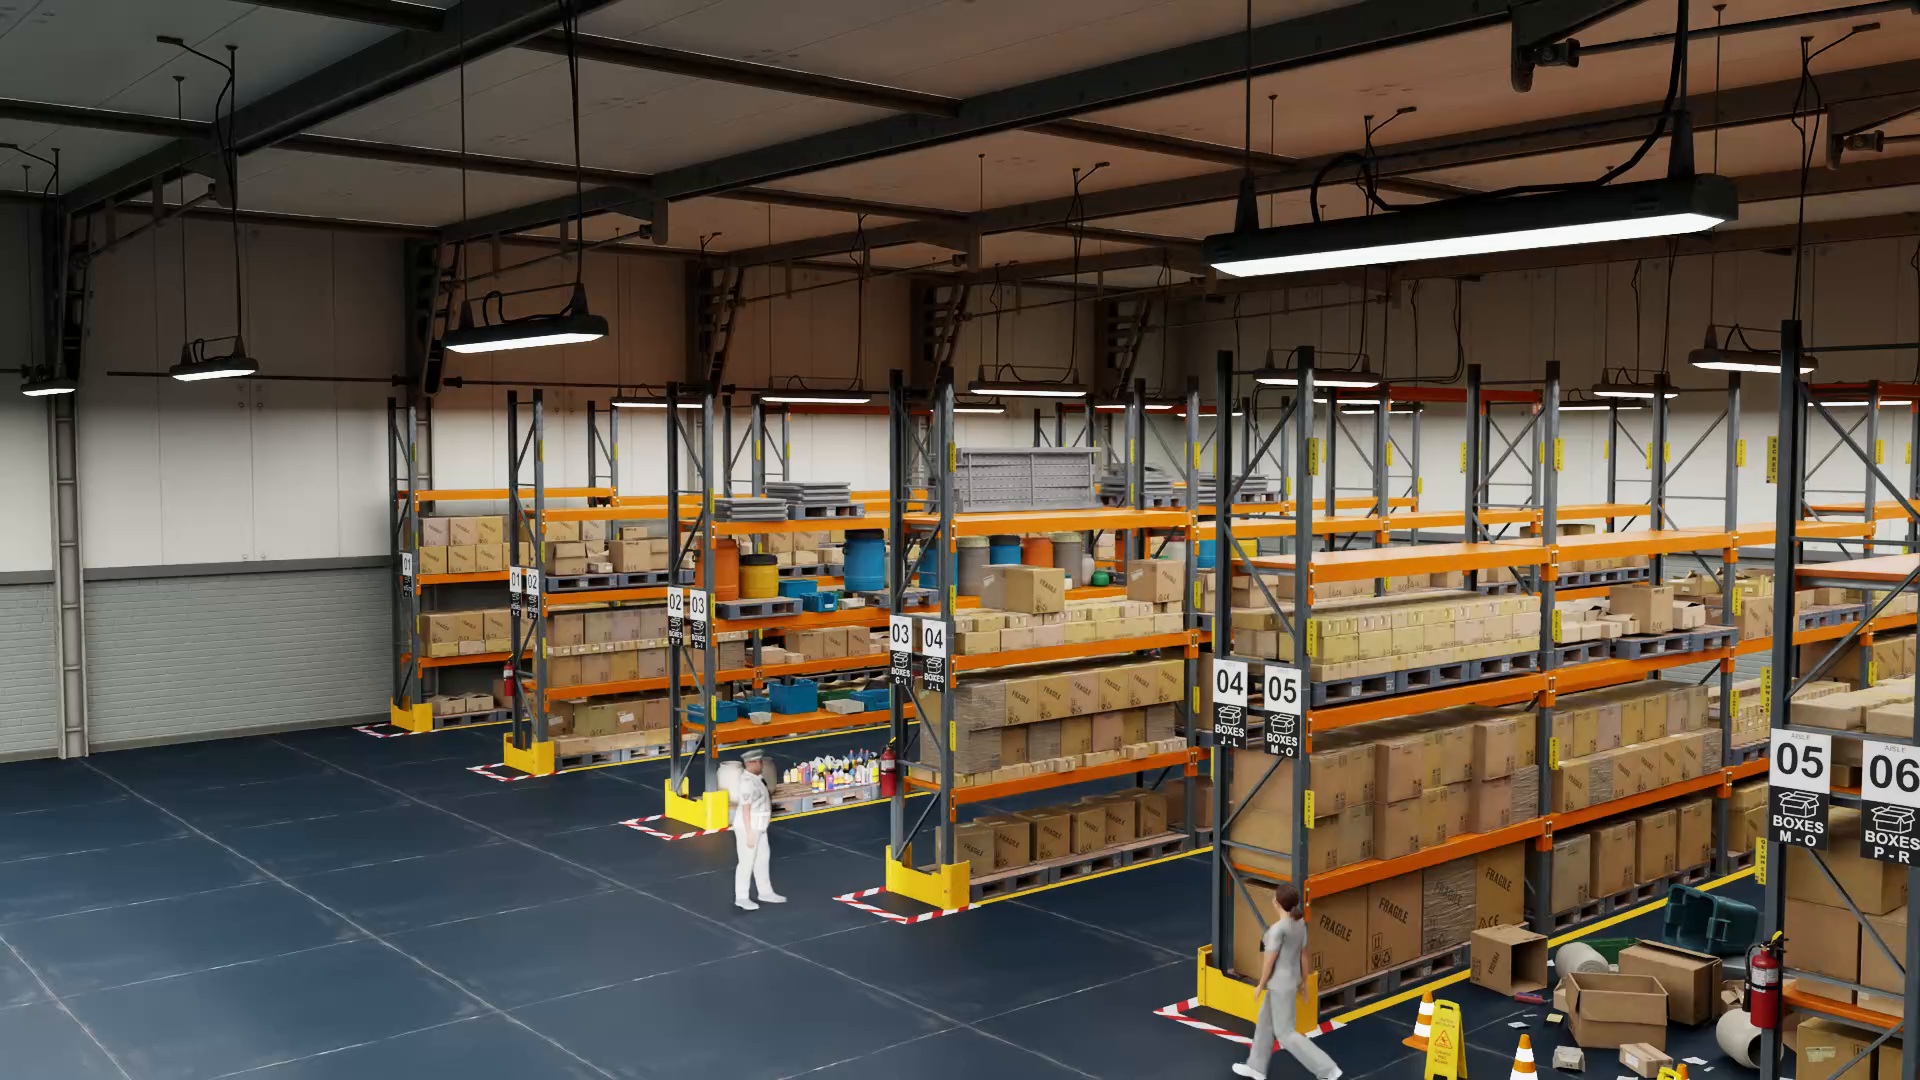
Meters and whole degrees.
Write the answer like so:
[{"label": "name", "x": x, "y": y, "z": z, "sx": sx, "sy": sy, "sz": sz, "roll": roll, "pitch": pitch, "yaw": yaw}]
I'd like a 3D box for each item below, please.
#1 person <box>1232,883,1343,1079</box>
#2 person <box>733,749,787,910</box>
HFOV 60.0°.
[{"label": "person", "x": 2.590, "y": 3.561, "z": 13.269, "sx": 0.916, "sy": 1.643, "sz": 0.419, "roll": 2, "pitch": 4, "yaw": 26}, {"label": "person", "x": -2.246, "y": 3.210, "z": 18.515, "sx": 0.539, "sy": 1.778, "sz": 0.594, "roll": 0, "pitch": 3, "yaw": 6}]
